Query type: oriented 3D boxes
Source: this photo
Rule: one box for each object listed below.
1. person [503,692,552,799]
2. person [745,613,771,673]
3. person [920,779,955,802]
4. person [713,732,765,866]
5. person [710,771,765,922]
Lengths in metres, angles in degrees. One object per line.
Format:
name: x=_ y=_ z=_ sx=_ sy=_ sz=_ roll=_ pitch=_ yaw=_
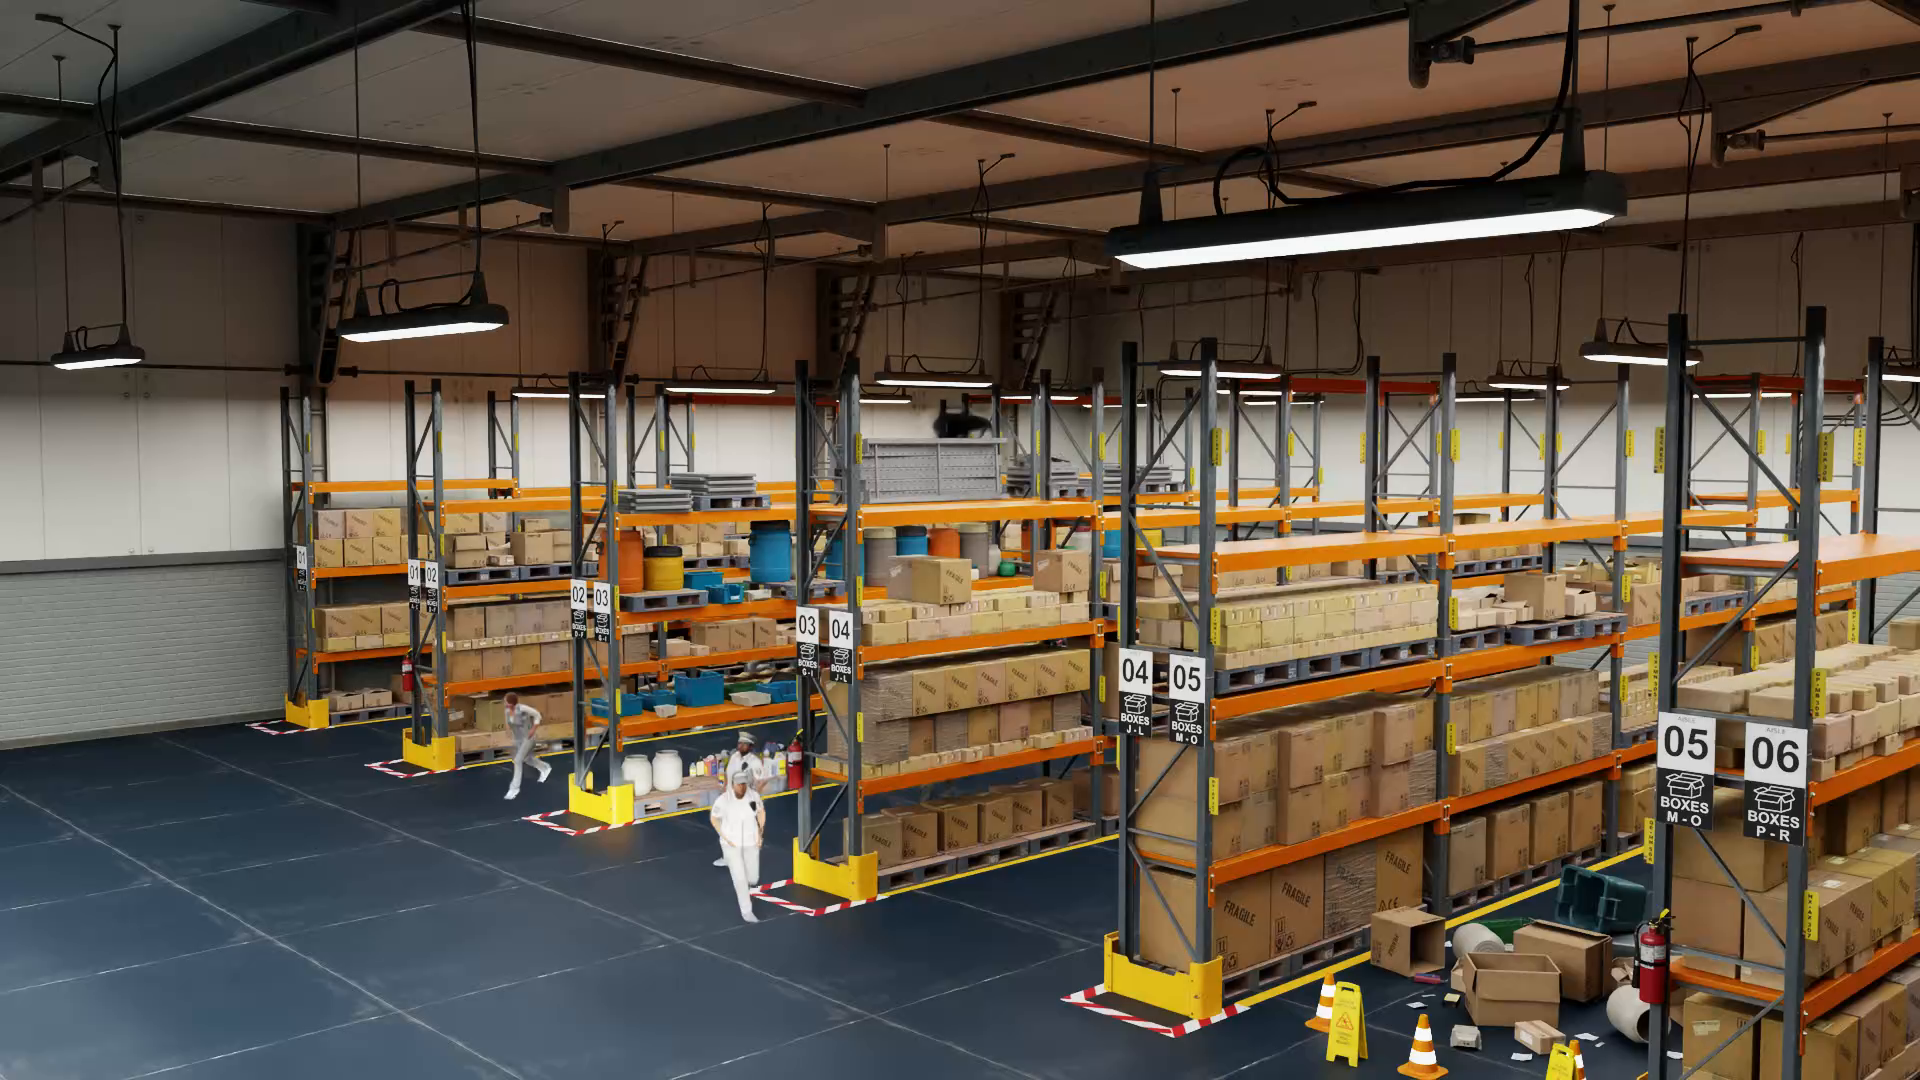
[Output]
person: x=-6.187 y=2.898 z=23.859 sx=0.570 sy=1.547 sz=0.915 roll=2 pitch=4 yaw=25
person: x=-4.054 y=2.200 z=33.343 sx=0.682 sy=1.756 sz=0.799 roll=3 pitch=5 yaw=38
person: x=-0.375 y=2.820 z=23.152 sx=0.683 sy=1.713 sz=0.916 roll=3 pitch=5 yaw=36
person: x=-2.620 y=3.084 z=19.876 sx=0.613 sy=1.620 sz=0.522 roll=2 pitch=4 yaw=30
person: x=-2.385 y=3.249 z=17.861 sx=0.601 sy=1.629 sz=0.735 roll=-1 pitch=4 yaw=-16
